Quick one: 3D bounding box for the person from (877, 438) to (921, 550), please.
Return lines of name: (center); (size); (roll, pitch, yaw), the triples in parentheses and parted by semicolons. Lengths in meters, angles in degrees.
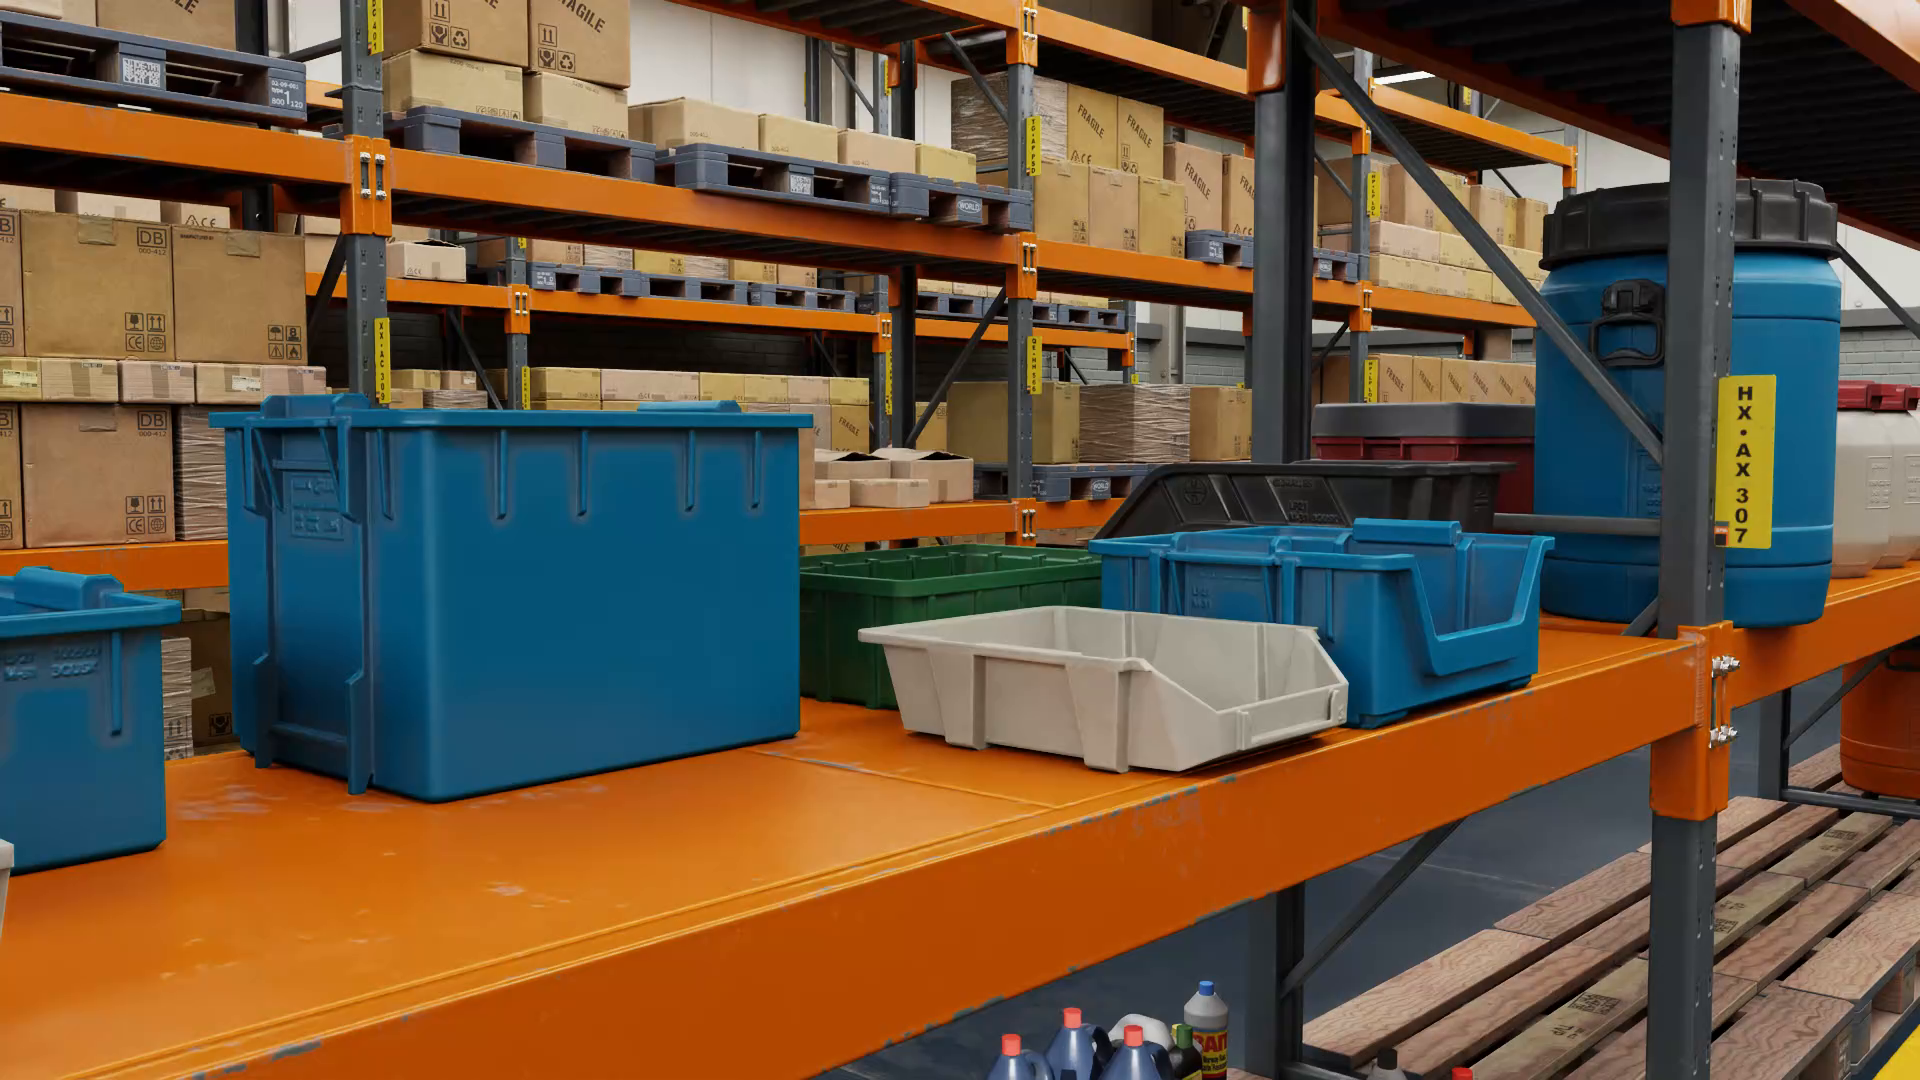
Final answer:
person: (-0.533, -0.061, 14.425); (0.504, 1.671, 0.364); (3, 5, 38)
